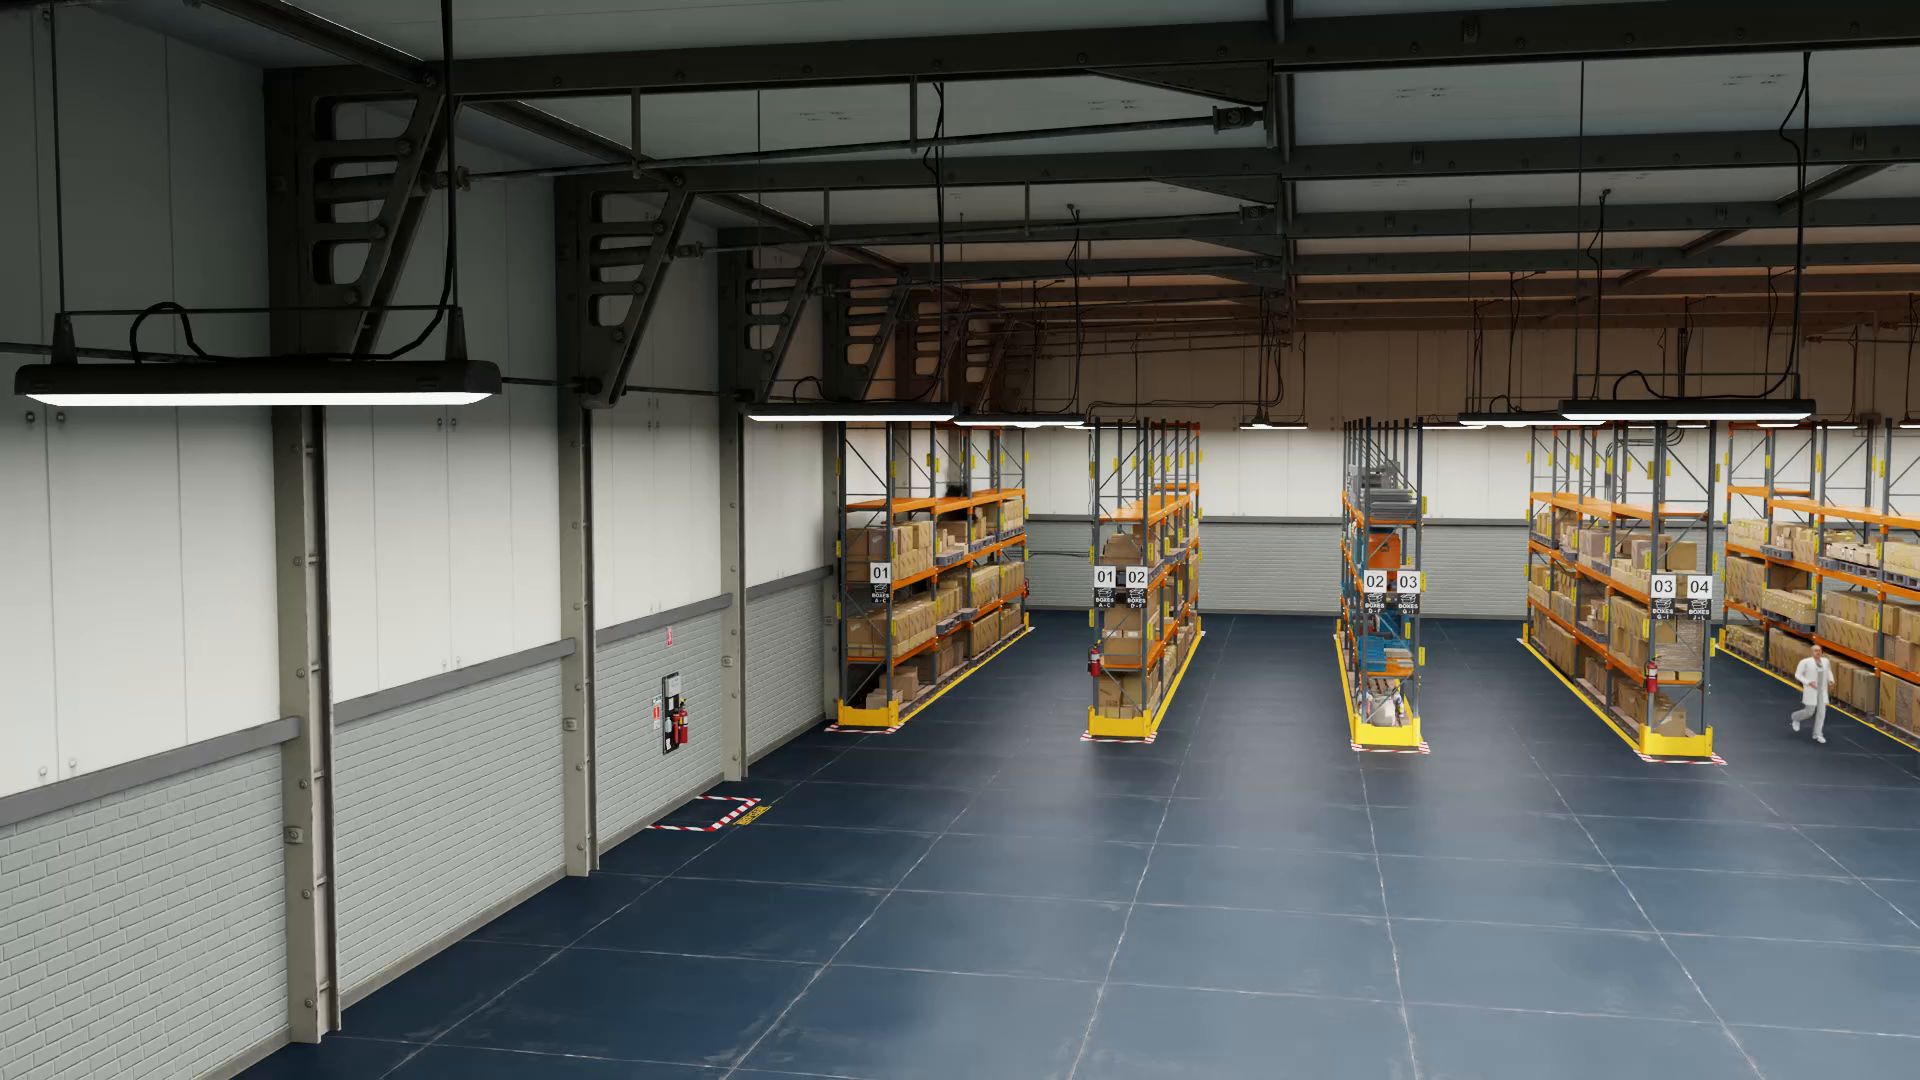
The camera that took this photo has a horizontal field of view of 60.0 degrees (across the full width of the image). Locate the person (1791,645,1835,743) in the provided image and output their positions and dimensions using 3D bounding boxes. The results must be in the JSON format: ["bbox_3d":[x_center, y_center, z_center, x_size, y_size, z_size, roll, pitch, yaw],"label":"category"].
[{"bbox_3d":[15.942,2.839,31.047,0.718,1.777,0.921,0,4,1],"label":"person"}]
